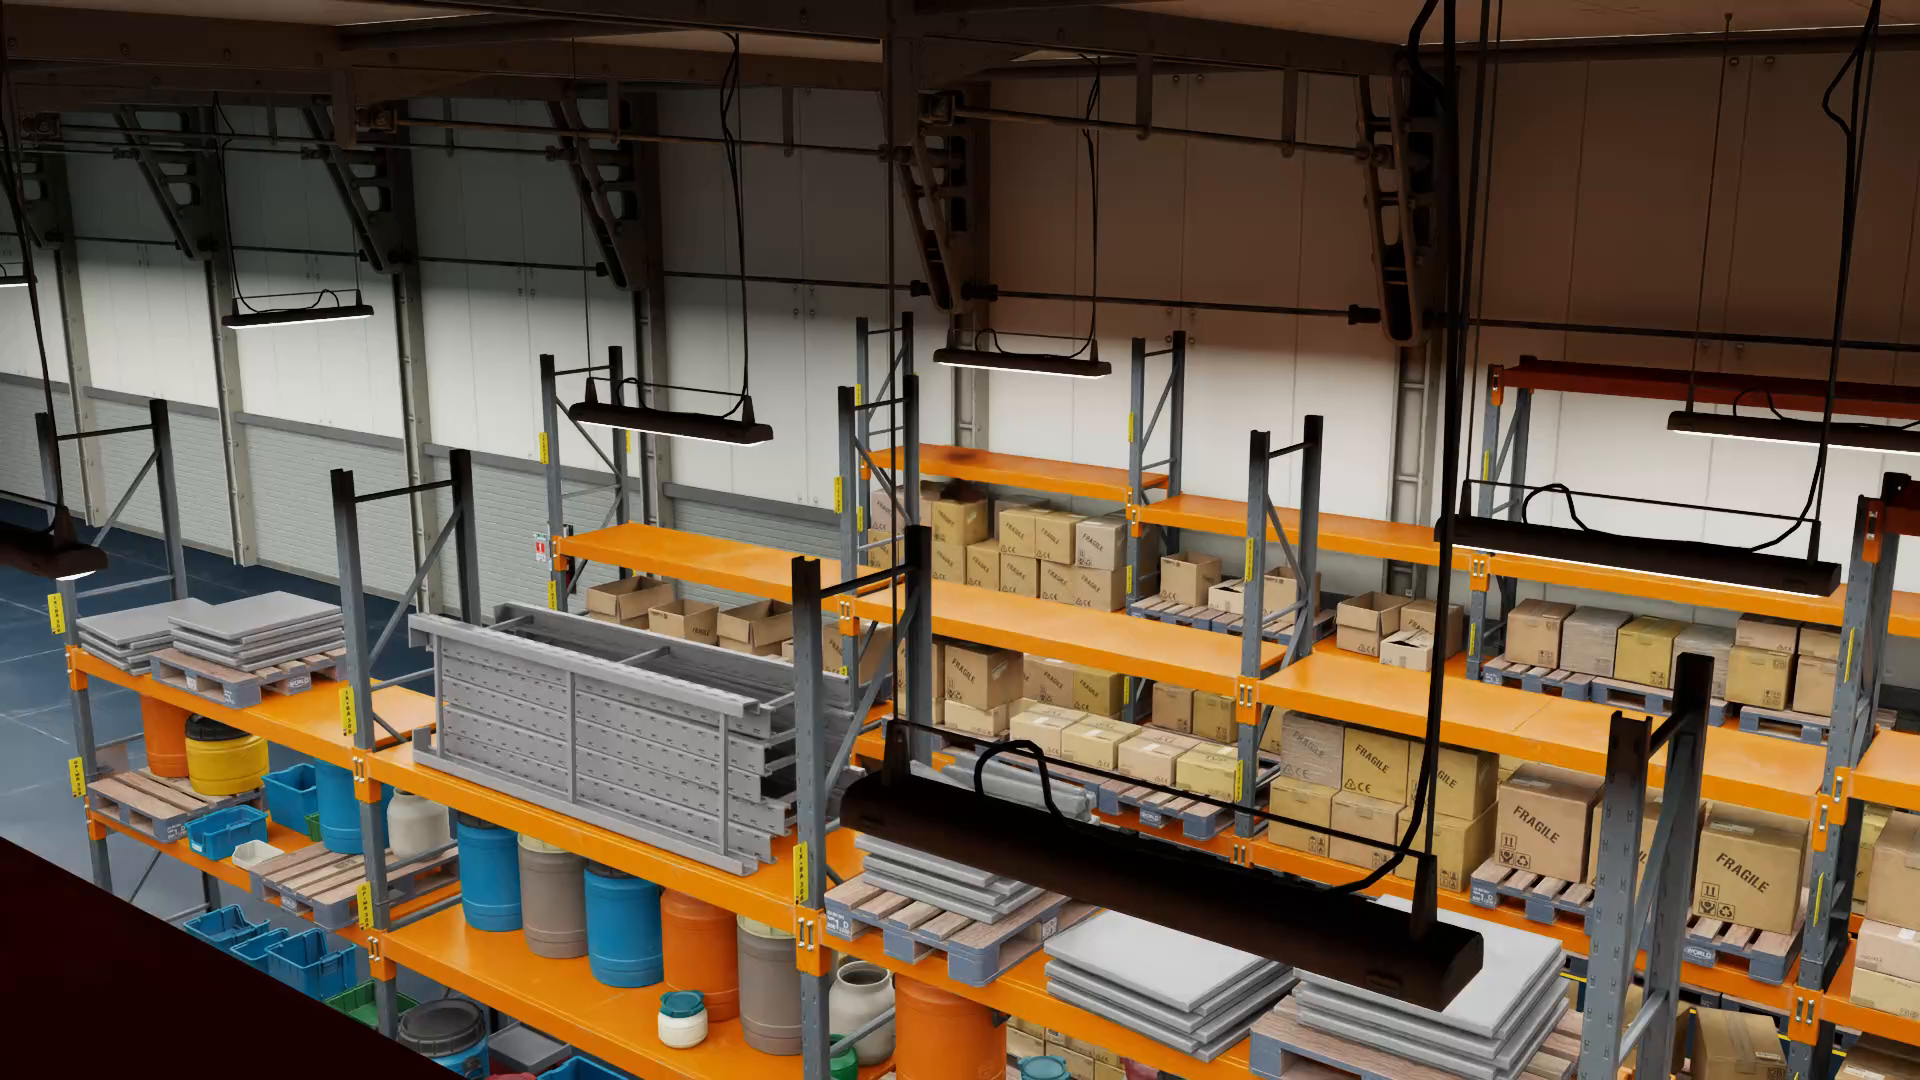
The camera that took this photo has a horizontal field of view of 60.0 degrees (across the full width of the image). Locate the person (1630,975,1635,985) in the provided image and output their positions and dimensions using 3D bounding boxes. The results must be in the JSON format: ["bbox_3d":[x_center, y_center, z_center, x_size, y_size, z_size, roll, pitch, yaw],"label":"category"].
[{"bbox_3d":[5.839,3.967,14.647,0.624,1.567,0.480,9,16,33],"label":"person"}]
